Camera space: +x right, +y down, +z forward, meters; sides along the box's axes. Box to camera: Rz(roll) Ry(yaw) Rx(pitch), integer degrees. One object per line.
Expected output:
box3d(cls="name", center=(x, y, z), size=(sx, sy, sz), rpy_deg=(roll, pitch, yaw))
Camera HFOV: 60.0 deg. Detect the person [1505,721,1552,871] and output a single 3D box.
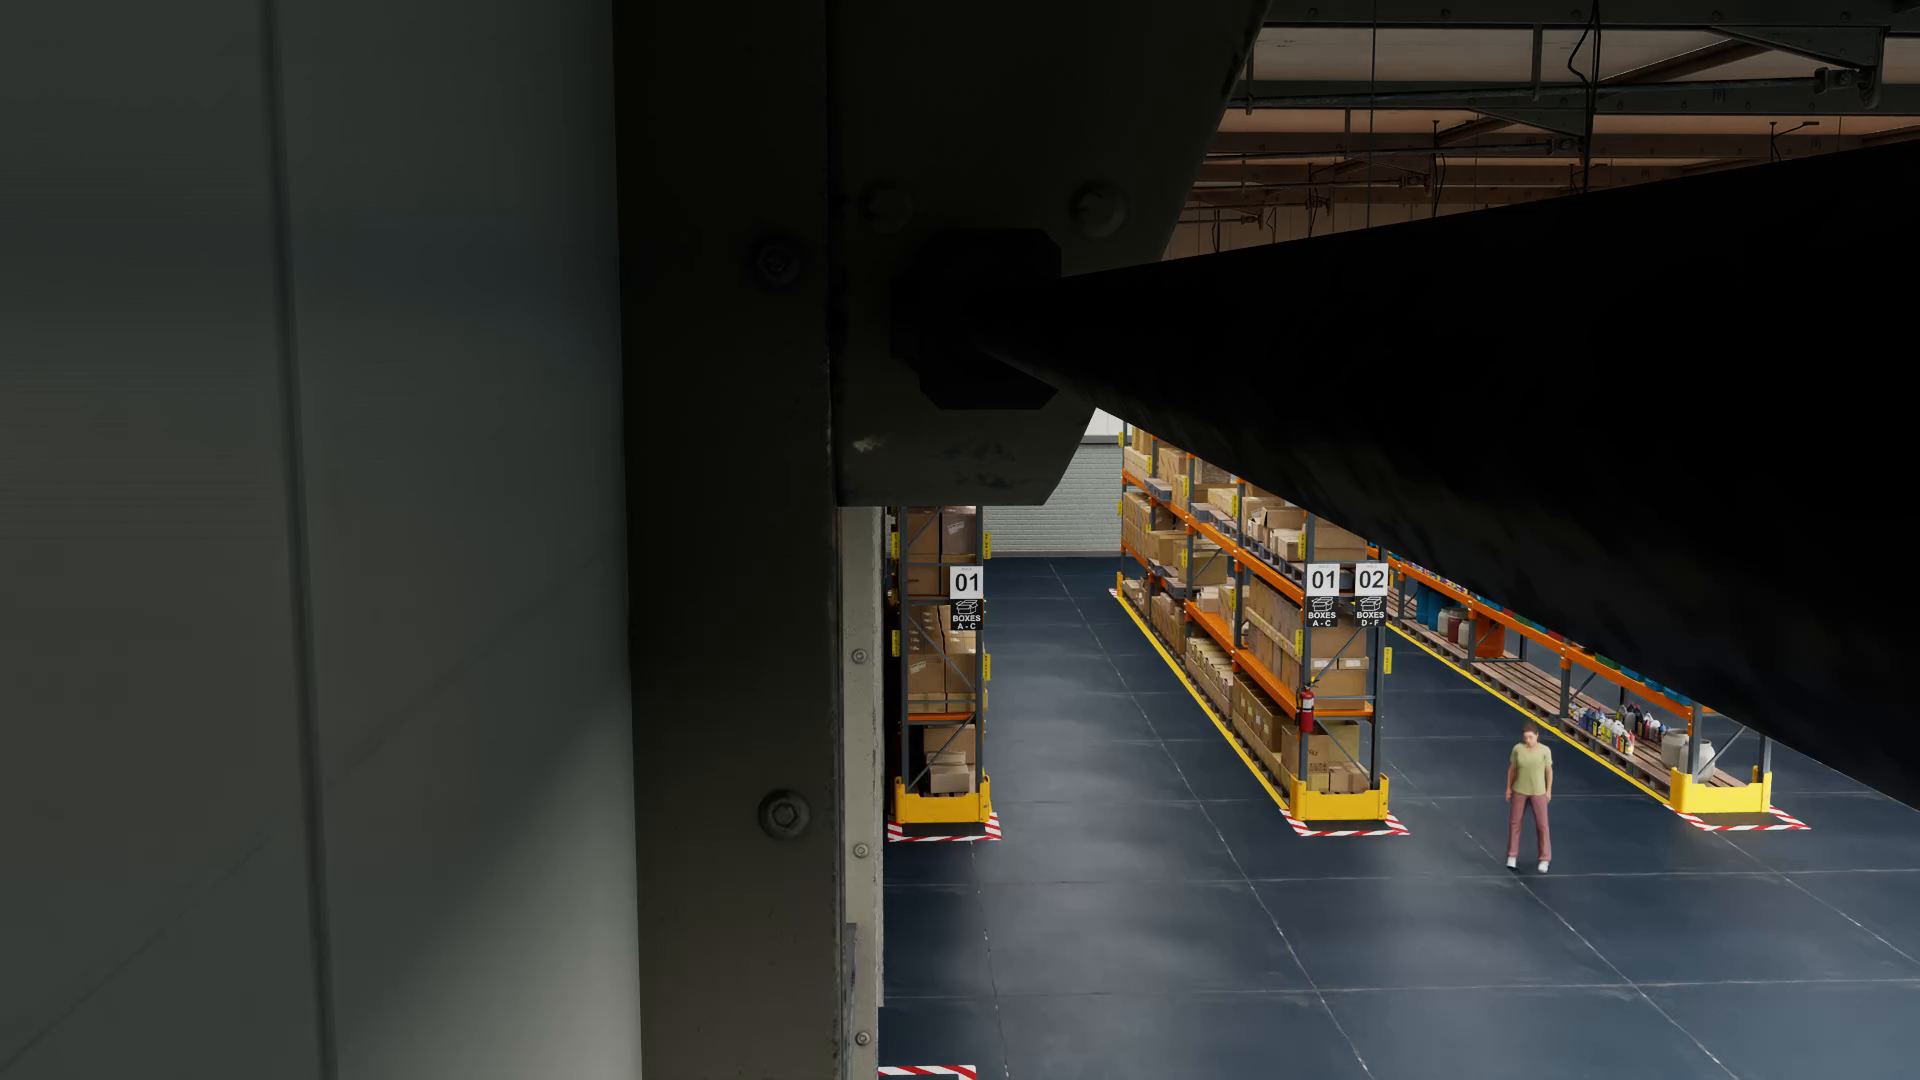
box3d(cls="person", center=(6.424, 2.887, 18.781), size=(0.528, 1.645, 0.375), rpy_deg=(4, 9, 25))
